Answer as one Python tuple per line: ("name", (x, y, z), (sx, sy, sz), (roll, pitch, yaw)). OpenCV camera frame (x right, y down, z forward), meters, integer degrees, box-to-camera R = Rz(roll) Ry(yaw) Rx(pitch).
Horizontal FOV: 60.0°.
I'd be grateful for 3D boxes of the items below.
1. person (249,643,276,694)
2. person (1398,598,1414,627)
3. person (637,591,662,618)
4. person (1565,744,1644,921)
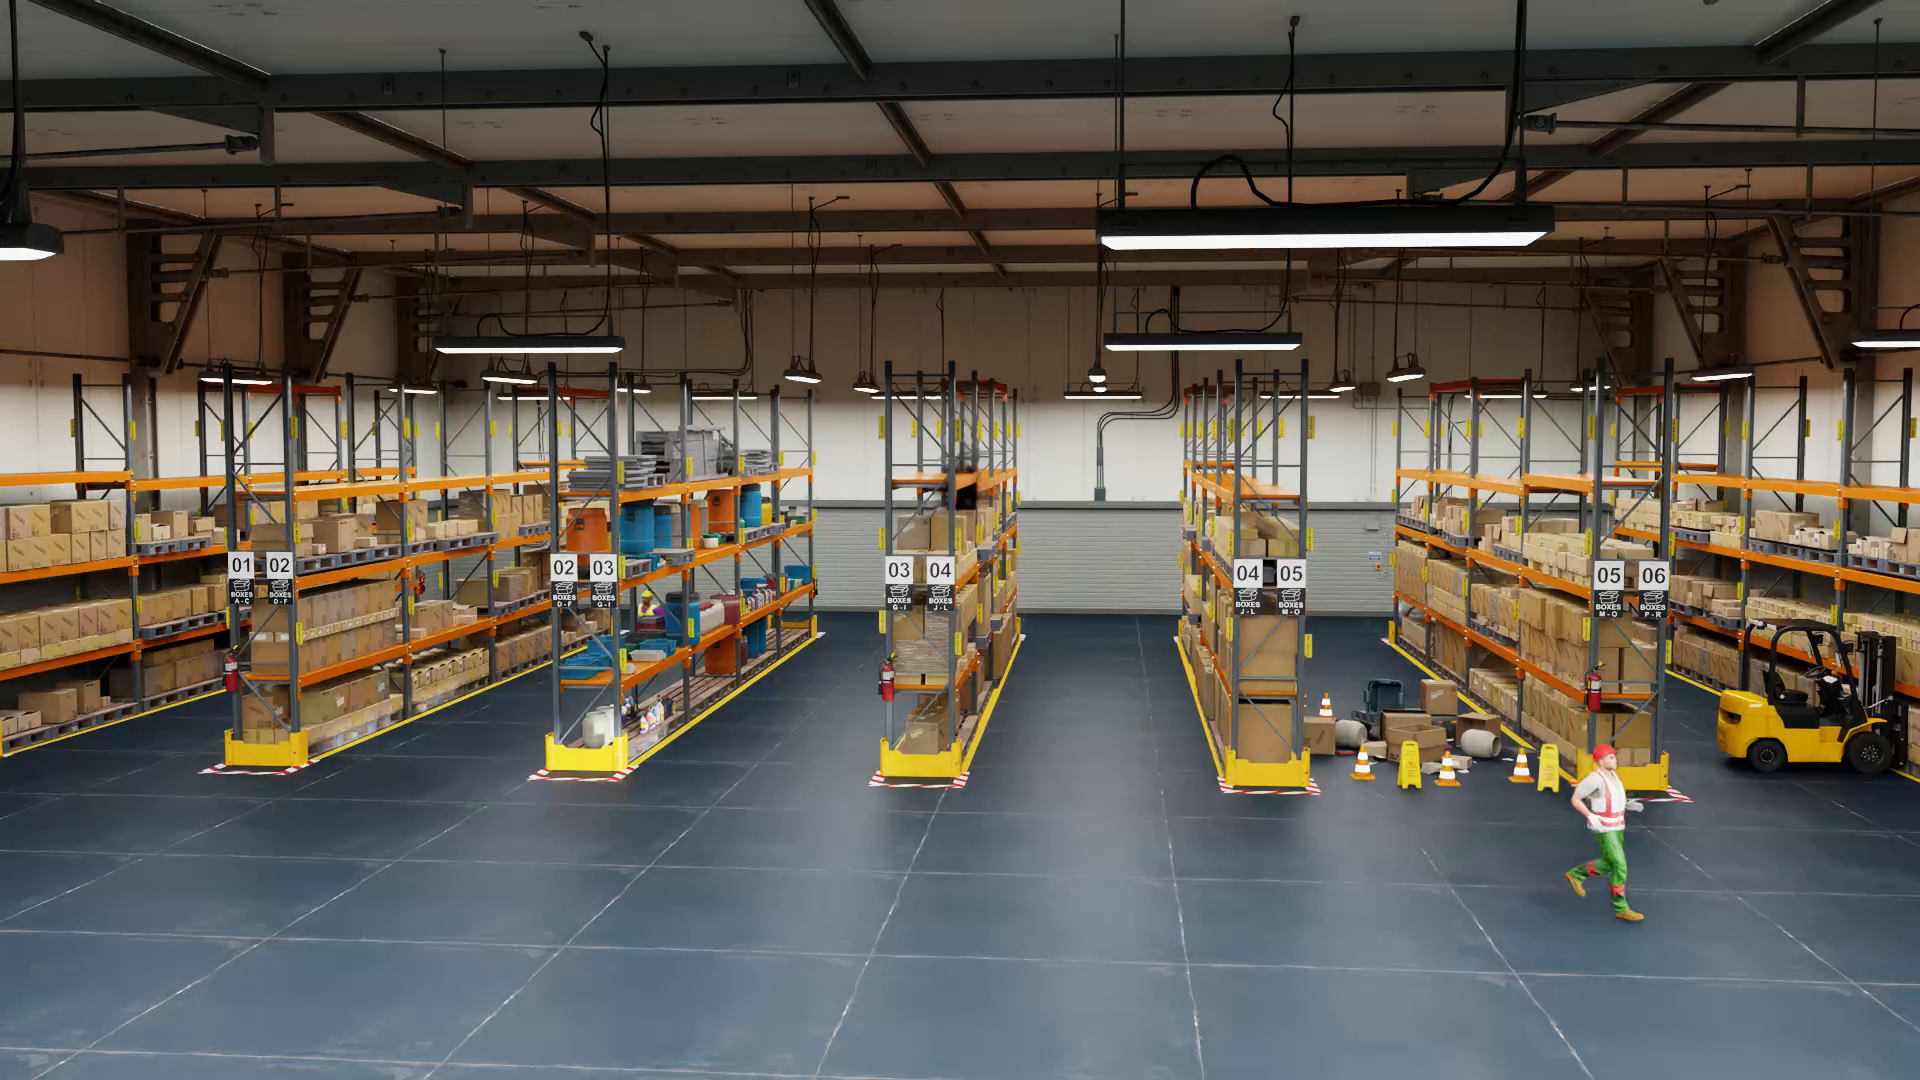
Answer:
("person", (-12.093, 2.220, 28.948), (0.710, 1.757, 0.563), (0, 4, 2))
("person", (10.891, 1.496, 40.306), (0.638, 1.730, 0.762), (2, 4, 24))
("person", (-6.314, 1.912, 33.533), (0.700, 1.774, 0.971), (1, 4, 8))
("person", (6.660, 2.987, 17.192), (0.670, 1.765, 0.914), (-3, 5, -41))
